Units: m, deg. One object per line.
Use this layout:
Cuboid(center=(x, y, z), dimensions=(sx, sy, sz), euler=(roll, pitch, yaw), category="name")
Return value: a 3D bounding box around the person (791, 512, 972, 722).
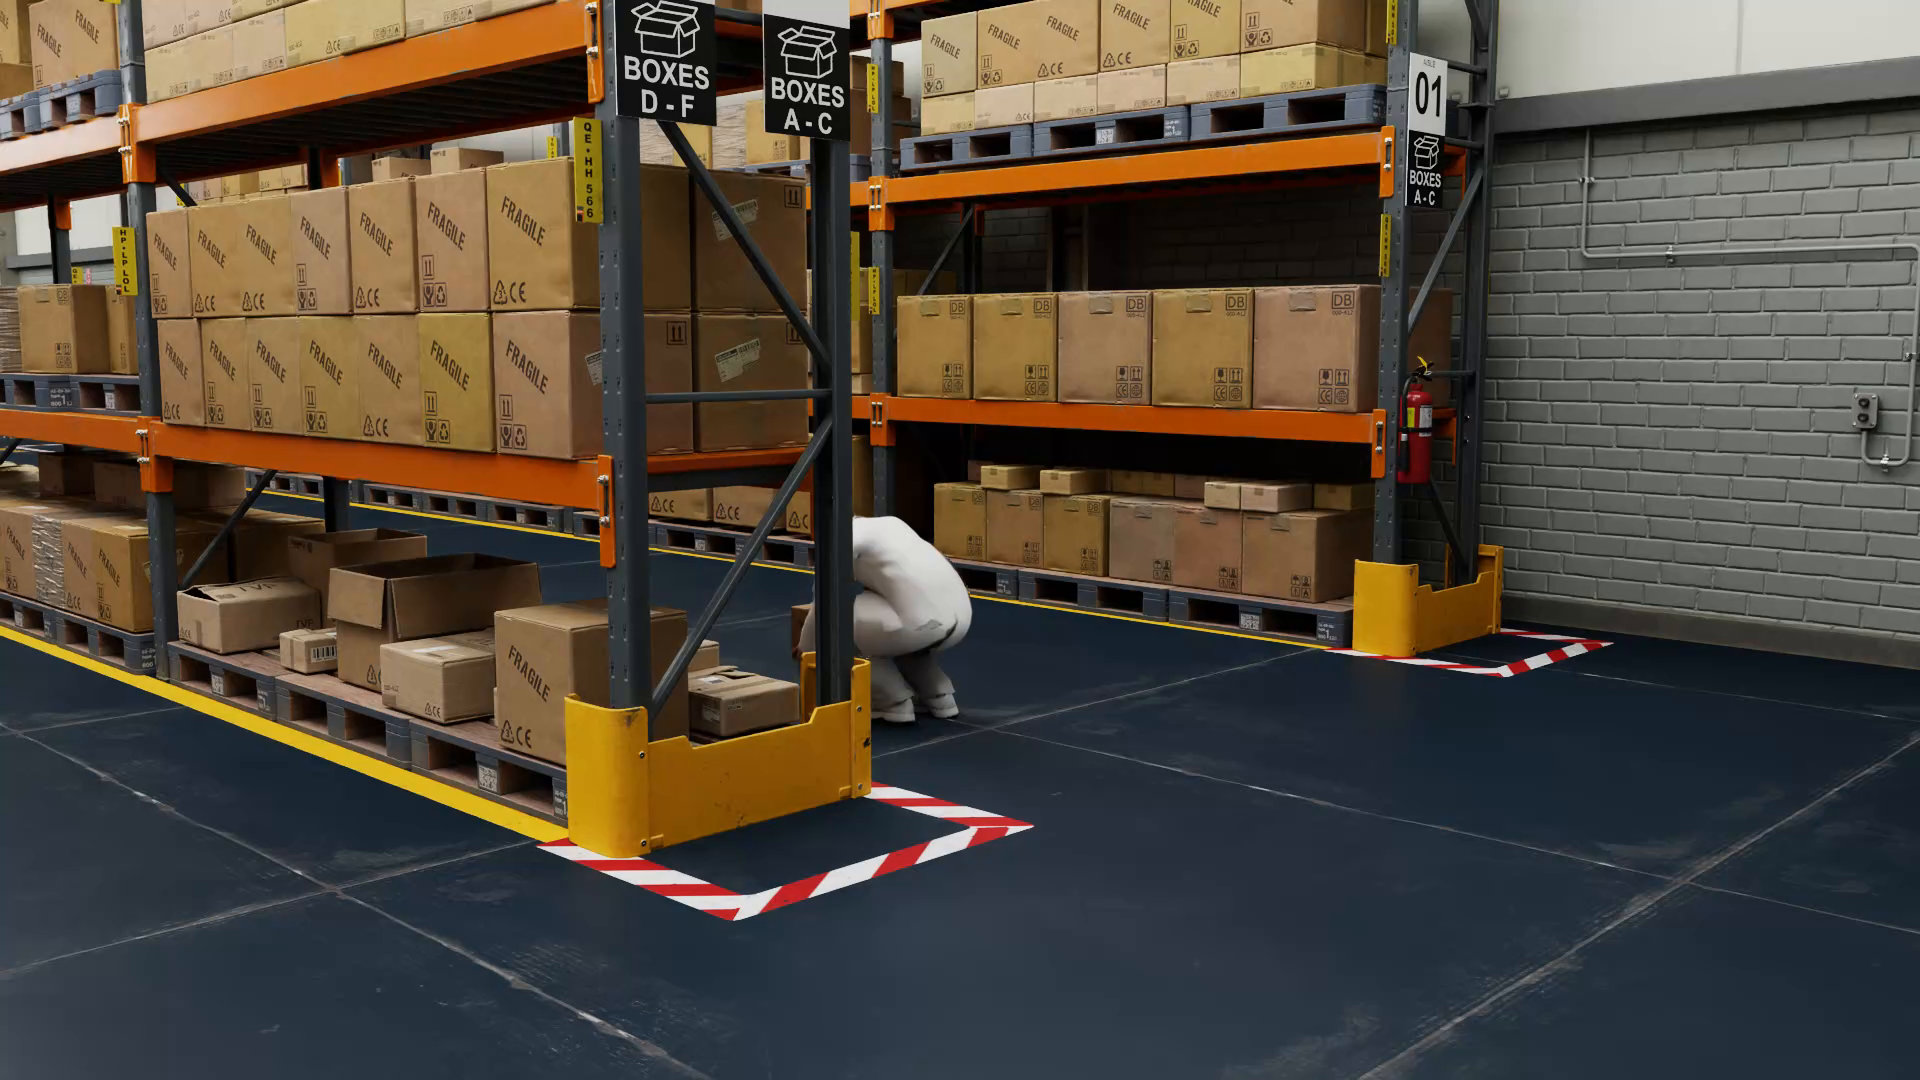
Cuboid(center=(-0.361, 0.308, 7.607), dimensions=(0.936, 0.981, 0.579), euler=(6, 9, 42), category="person")
